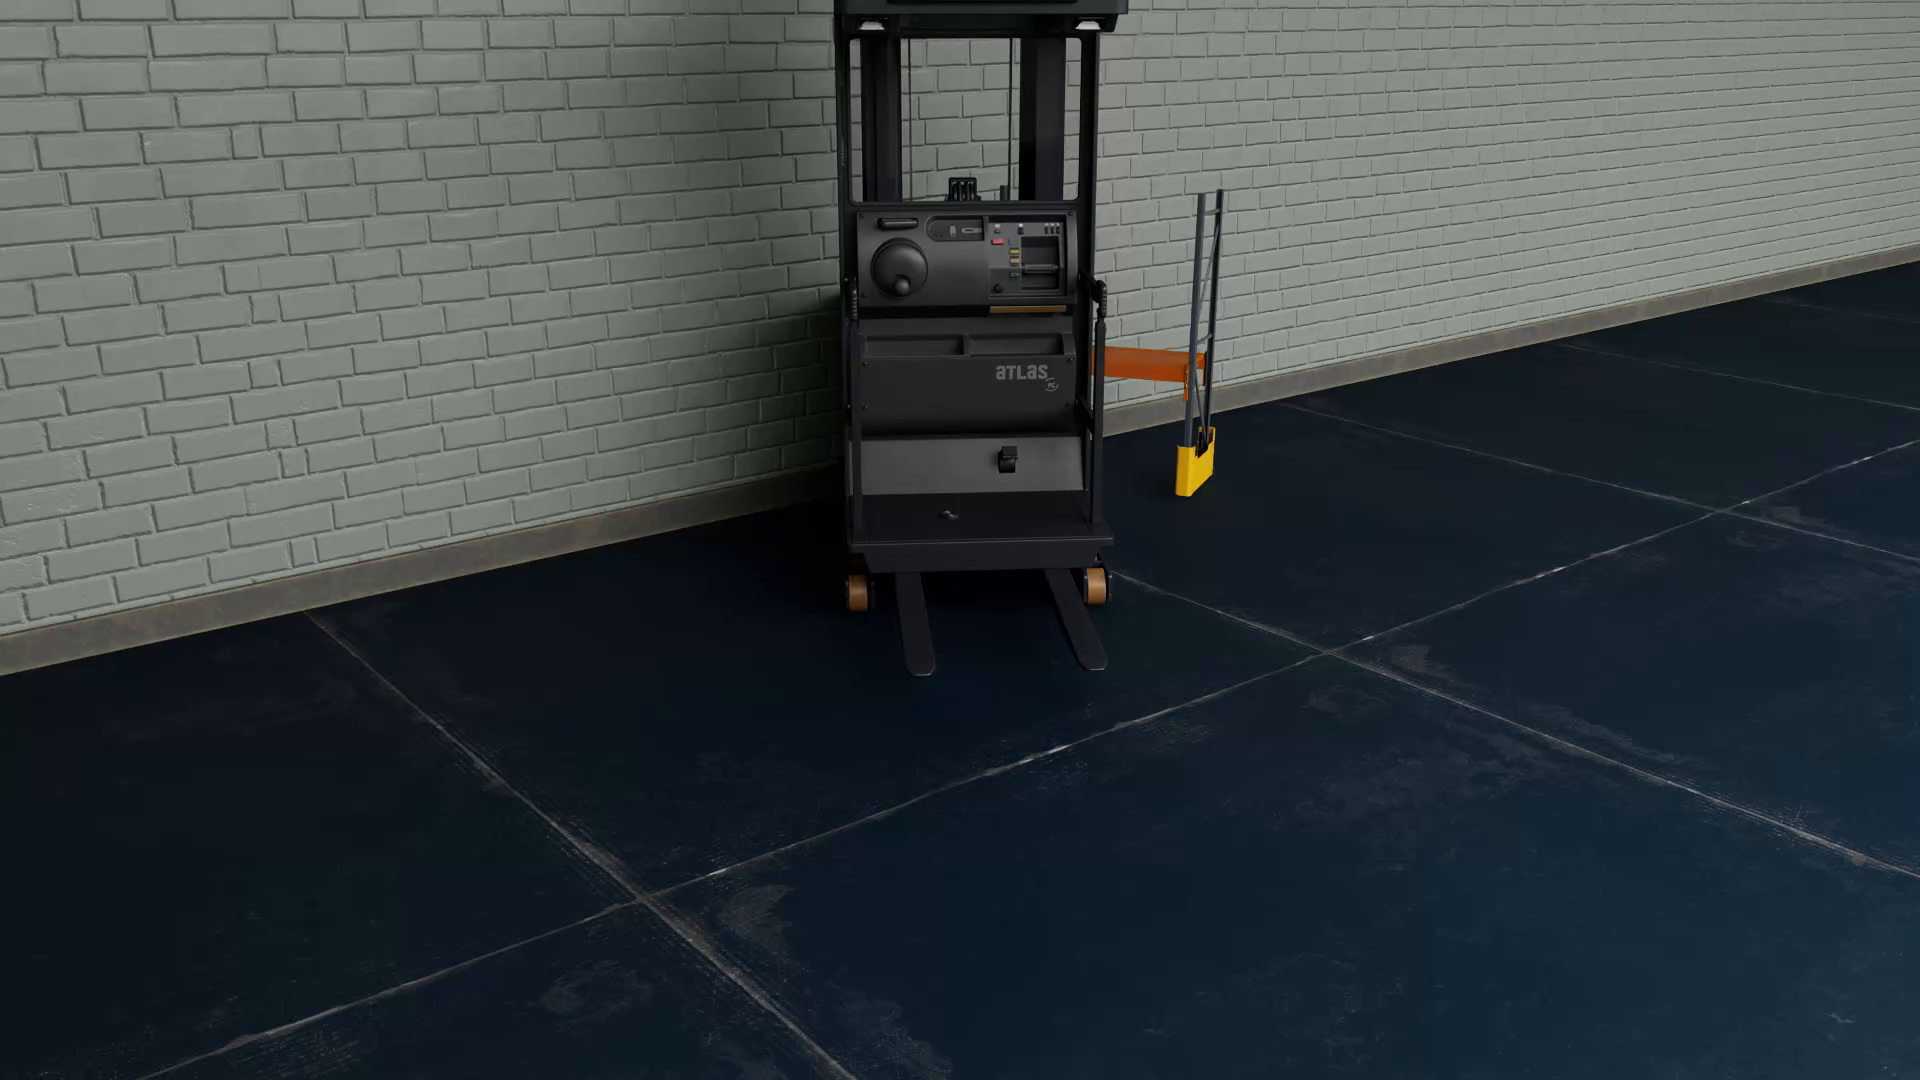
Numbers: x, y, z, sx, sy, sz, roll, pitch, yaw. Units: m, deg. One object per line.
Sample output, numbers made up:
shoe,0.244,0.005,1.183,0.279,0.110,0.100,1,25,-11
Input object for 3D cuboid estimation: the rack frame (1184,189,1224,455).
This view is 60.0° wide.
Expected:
rack frame,1.240,-1.018,8.497,0.032,1.500,0.500,7,16,19

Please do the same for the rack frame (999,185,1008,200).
rack frame,0.284,-1.127,8.826,0.032,1.500,0.500,7,16,19

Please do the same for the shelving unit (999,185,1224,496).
shelving unit,0.770,-1.071,8.658,1.083,1.500,0.587,7,16,19

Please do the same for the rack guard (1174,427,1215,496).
rack guard,1.225,-0.414,8.659,0.087,0.250,0.587,7,16,19

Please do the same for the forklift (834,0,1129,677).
forklift,0.050,-1.195,6.809,1.130,2.935,3.031,-1,18,-4

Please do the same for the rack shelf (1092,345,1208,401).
rack shelf,0.758,-0.899,8.708,1.000,0.185,0.538,7,16,19
